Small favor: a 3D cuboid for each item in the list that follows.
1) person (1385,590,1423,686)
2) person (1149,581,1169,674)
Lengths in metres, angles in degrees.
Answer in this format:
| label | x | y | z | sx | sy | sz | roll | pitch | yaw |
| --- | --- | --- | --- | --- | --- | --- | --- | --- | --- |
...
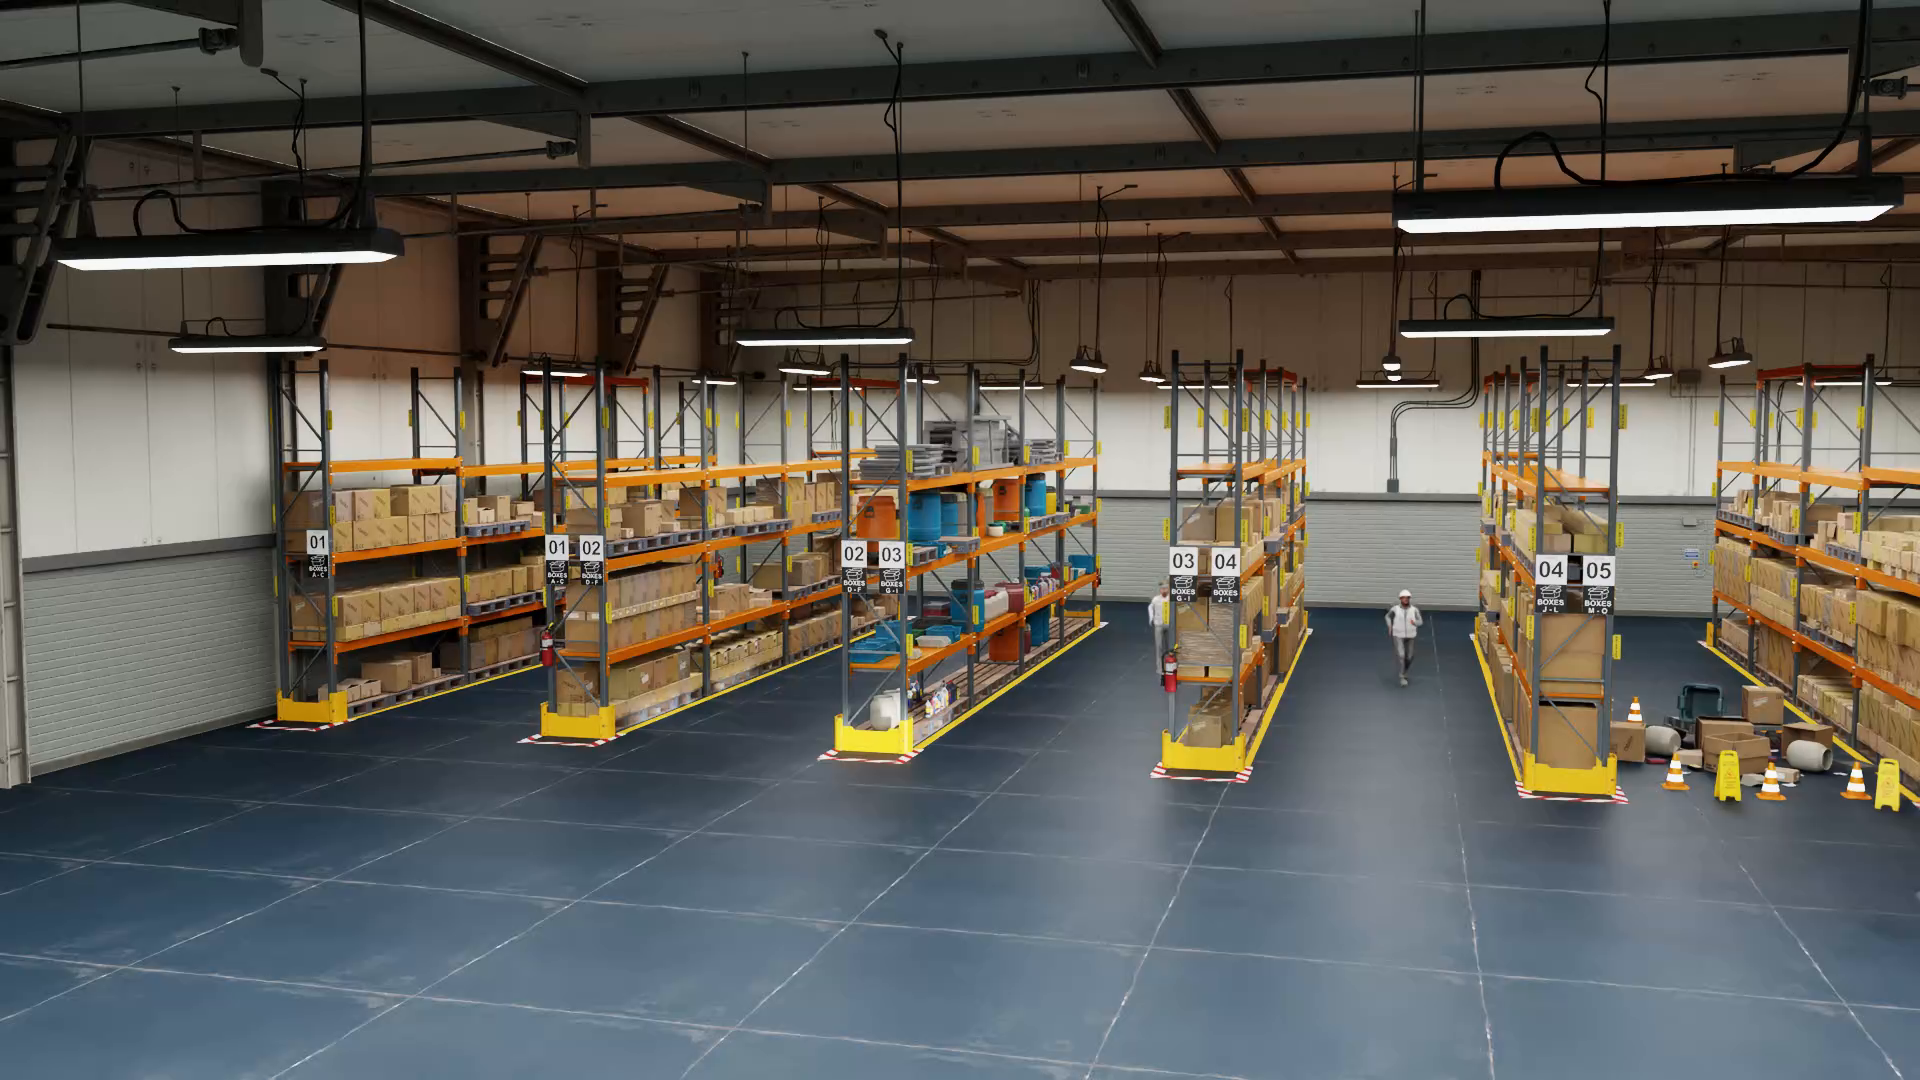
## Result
| label | x | y | z | sx | sy | sz | roll | pitch | yaw |
| --- | --- | --- | --- | --- | --- | --- | --- | --- | --- |
| person | 8.425 | 1.828 | 31.520 | 0.656 | 1.758 | 0.969 | 0 | 4 | 4 |
| person | 3.805 | 1.628 | 31.032 | 0.611 | 1.731 | 0.853 | 1 | 4 | 11 |
